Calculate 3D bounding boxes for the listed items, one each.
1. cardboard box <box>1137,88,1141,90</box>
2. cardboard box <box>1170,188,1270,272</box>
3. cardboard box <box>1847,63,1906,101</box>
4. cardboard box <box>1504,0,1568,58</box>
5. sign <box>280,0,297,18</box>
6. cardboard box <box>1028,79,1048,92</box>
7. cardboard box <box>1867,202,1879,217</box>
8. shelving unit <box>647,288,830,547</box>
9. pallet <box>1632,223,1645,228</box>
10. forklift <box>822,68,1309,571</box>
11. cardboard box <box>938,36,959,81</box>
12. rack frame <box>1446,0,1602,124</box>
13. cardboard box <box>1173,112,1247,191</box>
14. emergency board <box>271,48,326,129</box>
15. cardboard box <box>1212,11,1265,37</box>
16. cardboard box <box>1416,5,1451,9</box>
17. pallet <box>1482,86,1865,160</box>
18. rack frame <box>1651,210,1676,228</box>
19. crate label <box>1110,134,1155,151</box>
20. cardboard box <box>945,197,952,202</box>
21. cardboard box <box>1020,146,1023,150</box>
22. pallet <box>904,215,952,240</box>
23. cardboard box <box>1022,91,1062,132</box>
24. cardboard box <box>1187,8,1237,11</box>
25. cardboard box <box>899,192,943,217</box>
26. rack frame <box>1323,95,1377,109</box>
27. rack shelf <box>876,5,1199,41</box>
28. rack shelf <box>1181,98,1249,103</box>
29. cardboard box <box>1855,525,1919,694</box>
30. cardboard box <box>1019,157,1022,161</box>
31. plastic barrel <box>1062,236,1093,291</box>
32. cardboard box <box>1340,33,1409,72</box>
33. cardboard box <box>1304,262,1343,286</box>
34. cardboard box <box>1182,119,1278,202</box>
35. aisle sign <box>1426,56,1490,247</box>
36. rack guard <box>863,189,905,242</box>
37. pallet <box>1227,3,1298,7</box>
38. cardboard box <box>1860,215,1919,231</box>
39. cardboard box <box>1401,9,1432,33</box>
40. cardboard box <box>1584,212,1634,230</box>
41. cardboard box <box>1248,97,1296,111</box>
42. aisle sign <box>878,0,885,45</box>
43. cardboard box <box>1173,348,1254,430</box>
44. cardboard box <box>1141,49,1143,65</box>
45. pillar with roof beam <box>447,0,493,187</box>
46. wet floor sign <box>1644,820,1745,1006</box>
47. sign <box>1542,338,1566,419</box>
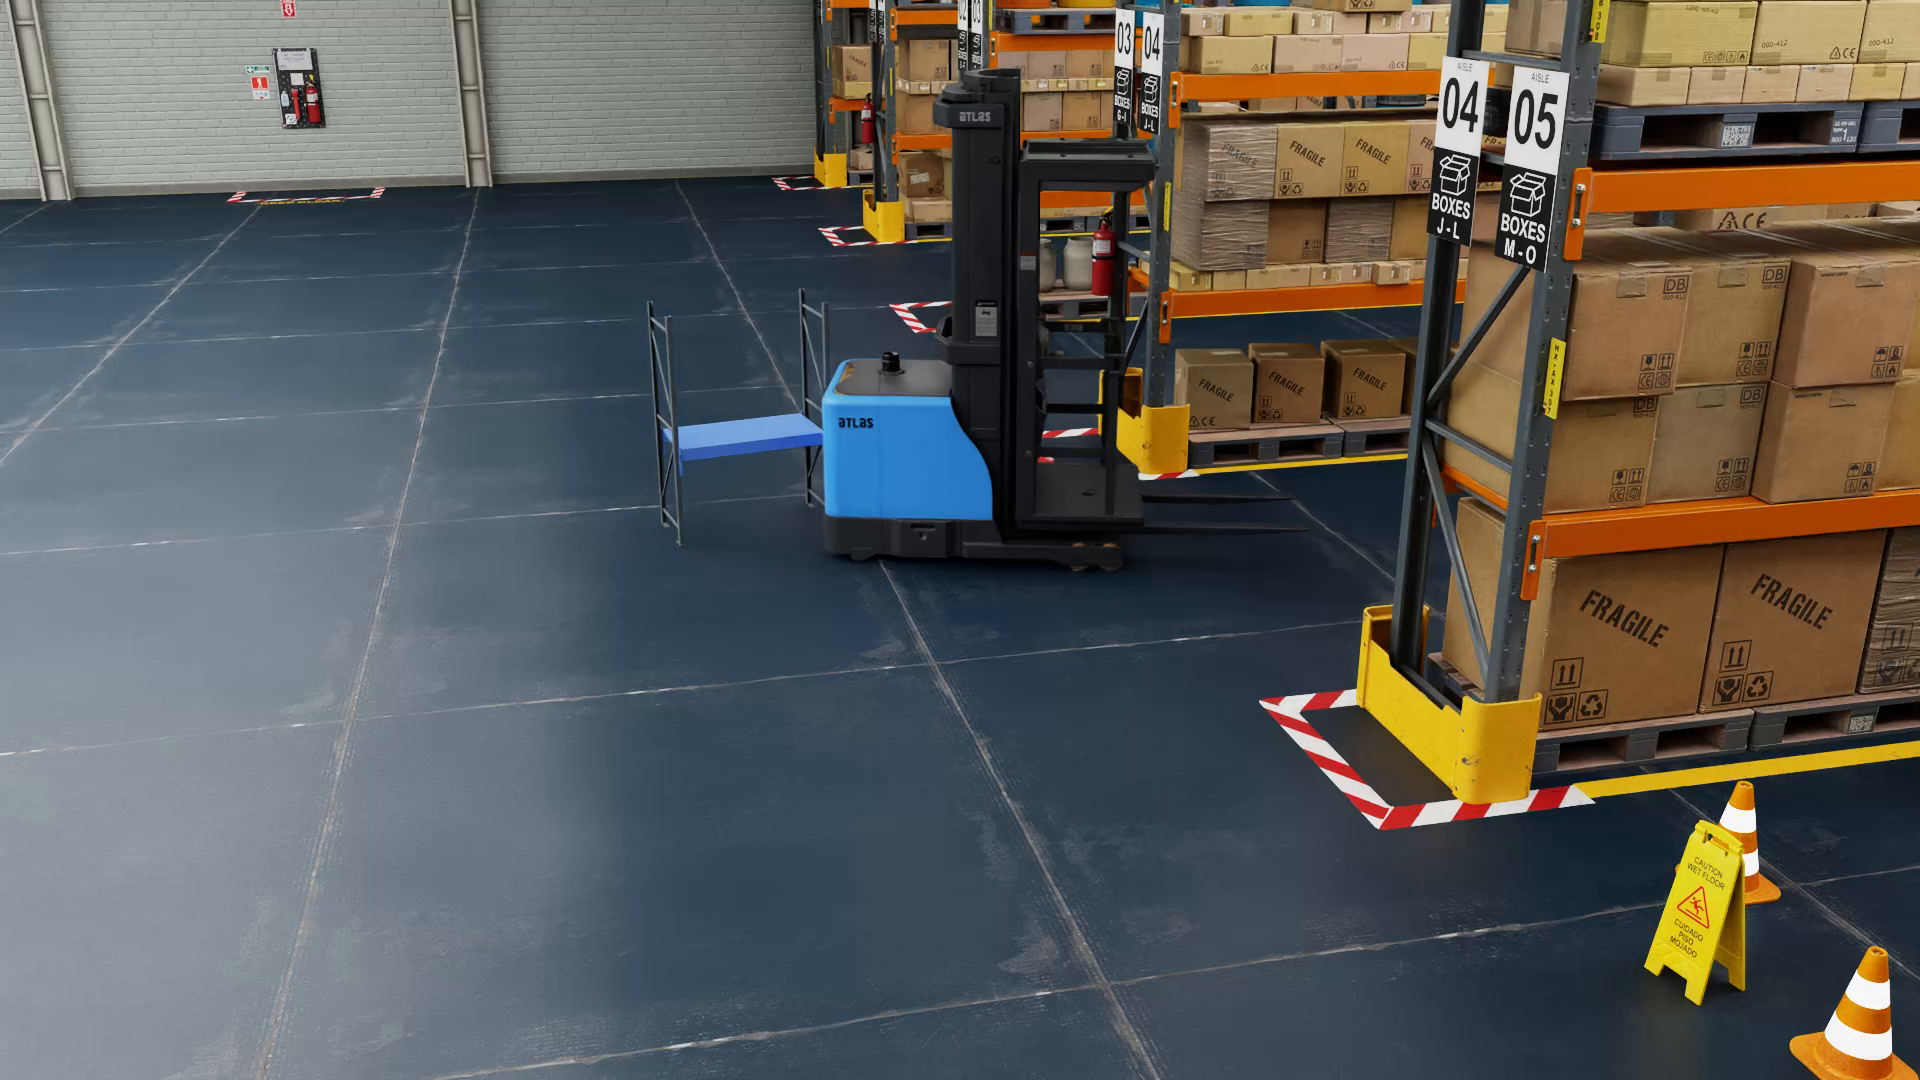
[{"bbox_3d":[2.210,-5.933,21.562,0.250,0.149,0.380,-5,21,-14],"label":"cardboard box"},{"bbox_3d":[1.846,-2.303,12.163,0.500,0.500,0.875,-5,21,-12],"label":"cardboard box"},{"bbox_3d":[3.737,-1.948,7.021,0.250,0.149,0.380,-5,21,-12],"label":"cardboard box"},{"bbox_3d":[2.759,-2.268,7.314,0.500,0.250,0.500,-4,21,-12],"label":"cardboard box"},{"bbox_3d":[-9.916,-7.865,24.554,0.199,0.298,0.001,-5,21,-12],"label":"sign"},{"bbox_3d":[0.956,-5.830,21.282,0.250,0.149,0.380,-4,21,-12],"label":"cardboard box"},{"bbox_3d":[7.406,-2.787,13.668,0.500,0.250,0.500,-5,21,-14],"label":"cardboard box"},{"bbox_3d":[-1.417,-0.810,10.846,1.048,1.500,0.538,-9,22,-22],"label":"shelving unit"},{"bbox_3d":[5.974,-2.321,13.068,1.213,0.211,1.003,-5,21,-12],"label":"pallet"},{"bbox_3d":[0.680,-1.375,10.306,3.031,2.935,1.130,1,20,3],"label":"forklift"},{"bbox_3d":[0.048,-6.135,21.170,0.500,0.500,0.700,-5,21,-14],"label":"cardboard box"},{"bbox_3d":[2.347,-3.231,6.552,0.127,3.000,1.000,-5,21,-12],"label":"rack frame"},{"bbox_3d":[1.783,-2.865,12.242,0.500,0.500,0.500,-5,21,-12],"label":"cardboard box"},{"bbox_3d":[-9.886,-6.744,24.863,0.643,1.169,0.194,-5,21,-12],"label":"emergency board"},{"bbox_3d":[1.900,-3.540,11.395,0.250,0.149,0.380,-4,21,-11],"label":"cardboard box"},{"bbox_3d":[3.549,-3.886,12.339,0.250,0.149,0.380,-5,21,-14],"label":"cardboard box"},{"bbox_3d":[3.067,-1.843,7.253,1.213,0.211,1.003,-5,21,-12],"label":"pallet"},{"bbox_3d":[5.197,-2.399,13.002,0.127,3.000,1.000,-5,21,-12],"label":"rack frame"},{"bbox_3d":[1.893,-3.993,17.303,0.616,0.435,0.502,-5,21,-12],"label":"crate label"},{"bbox_3d":[0.087,-4.313,21.616,0.500,0.250,0.500,-5,21,-12],"label":"cardboard box"},{"bbox_3d":[0.777,-6.310,26.675,0.500,0.500,0.500,-6,21,-17],"label":"cardboard box"},{"bbox_3d":[-0.237,-4.164,21.874,1.213,0.211,1.003,-5,21,-12],"label":"pallet"},{"bbox_3d":[0.991,-5.602,21.600,0.500,0.500,0.700,-4,21,-11],"label":"cardboard box"},{"bbox_3d":[1.783,-3.715,11.873,0.250,0.149,0.380,-5,21,-14],"label":"cardboard box"},{"bbox_3d":[-0.518,-4.446,21.978,0.500,0.250,0.500,-5,21,-12],"label":"cardboard box"},{"bbox_3d":[4.057,-4.057,17.528,0.127,3.000,1.000,-5,21,-12],"label":"rack frame"},{"bbox_3d":[0.975,-6.627,21.231,4.000,0.370,1.077,-5,21,-12],"label":"rack shelf"},{"bbox_3d":[3.724,-7.193,27.137,4.000,0.370,1.077,-5,21,-12],"label":"rack shelf"},{"bbox_3d":[4.735,0.169,8.471,0.875,0.875,0.875,-4,21,-12],"label":"cardboard box"},{"bbox_3d":[0.571,-4.709,21.605,0.500,0.500,0.500,-5,21,-12],"label":"cardboard box"},{"bbox_3d":[1.275,-2.887,17.340,0.421,0.512,0.421,0,20,0],"label":"plastic barrel"},{"bbox_3d":[2.816,-3.453,11.736,0.500,0.250,0.500,-5,21,-13],"label":"cardboard box"},{"bbox_3d":[2.614,-1.979,12.222,0.250,0.149,0.380,-5,21,-12],"label":"cardboard box"},{"bbox_3d":[1.902,-2.691,11.768,0.500,0.500,0.500,-5,21,-12],"label":"cardboard box"},{"bbox_3d":[2.209,-1.729,7.395,0.004,0.787,0.394,-5,21,-12],"label":"aisle sign"},{"bbox_3d":[-0.995,-4.223,21.616,0.348,0.500,1.175,-5,21,-12],"label":"rack guard"},{"bbox_3d":[3.377,-5.287,16.800,1.003,0.211,1.213,-5,21,-12],"label":"pallet"},{"bbox_3d":[4.807,-1.211,7.972,0.550,0.550,0.875,-5,21,-12],"label":"cardboard box"},{"bbox_3d":[3.131,-3.679,11.774,0.250,0.149,0.380,-5,21,-13],"label":"cardboard box"},{"bbox_3d":[4.745,-2.571,12.893,0.500,0.500,0.875,-5,21,-12],"label":"cardboard box"},{"bbox_3d":[4.185,-5.859,22.303,0.500,0.500,0.500,-3,20,-9],"label":"cardboard box"},{"bbox_3d":[-0.965,-6.511,20.450,0.004,0.787,0.394,-5,21,-12],"label":"aisle sign"},{"bbox_3d":[1.916,-1.150,12.615,0.500,0.500,0.500,-1,20,-2],"label":"cardboard box"},{"bbox_3d":[2.491,-6.334,21.713,0.500,0.500,0.700,-5,21,-12],"label":"cardboard box"},{"bbox_3d":[-6.481,-8.302,20.396,0.400,9.000,9.100,-5,21,-12],"label":"pillar with roof beam"},{"bbox_3d":[2.775,1.357,6.173,0.232,0.644,0.267,-8,22,-22],"label":"wet floor sign"},{"bbox_3d":[2.469,-0.671,6.913,0.005,0.325,0.100,-5,21,-12],"label":"sign"}]
